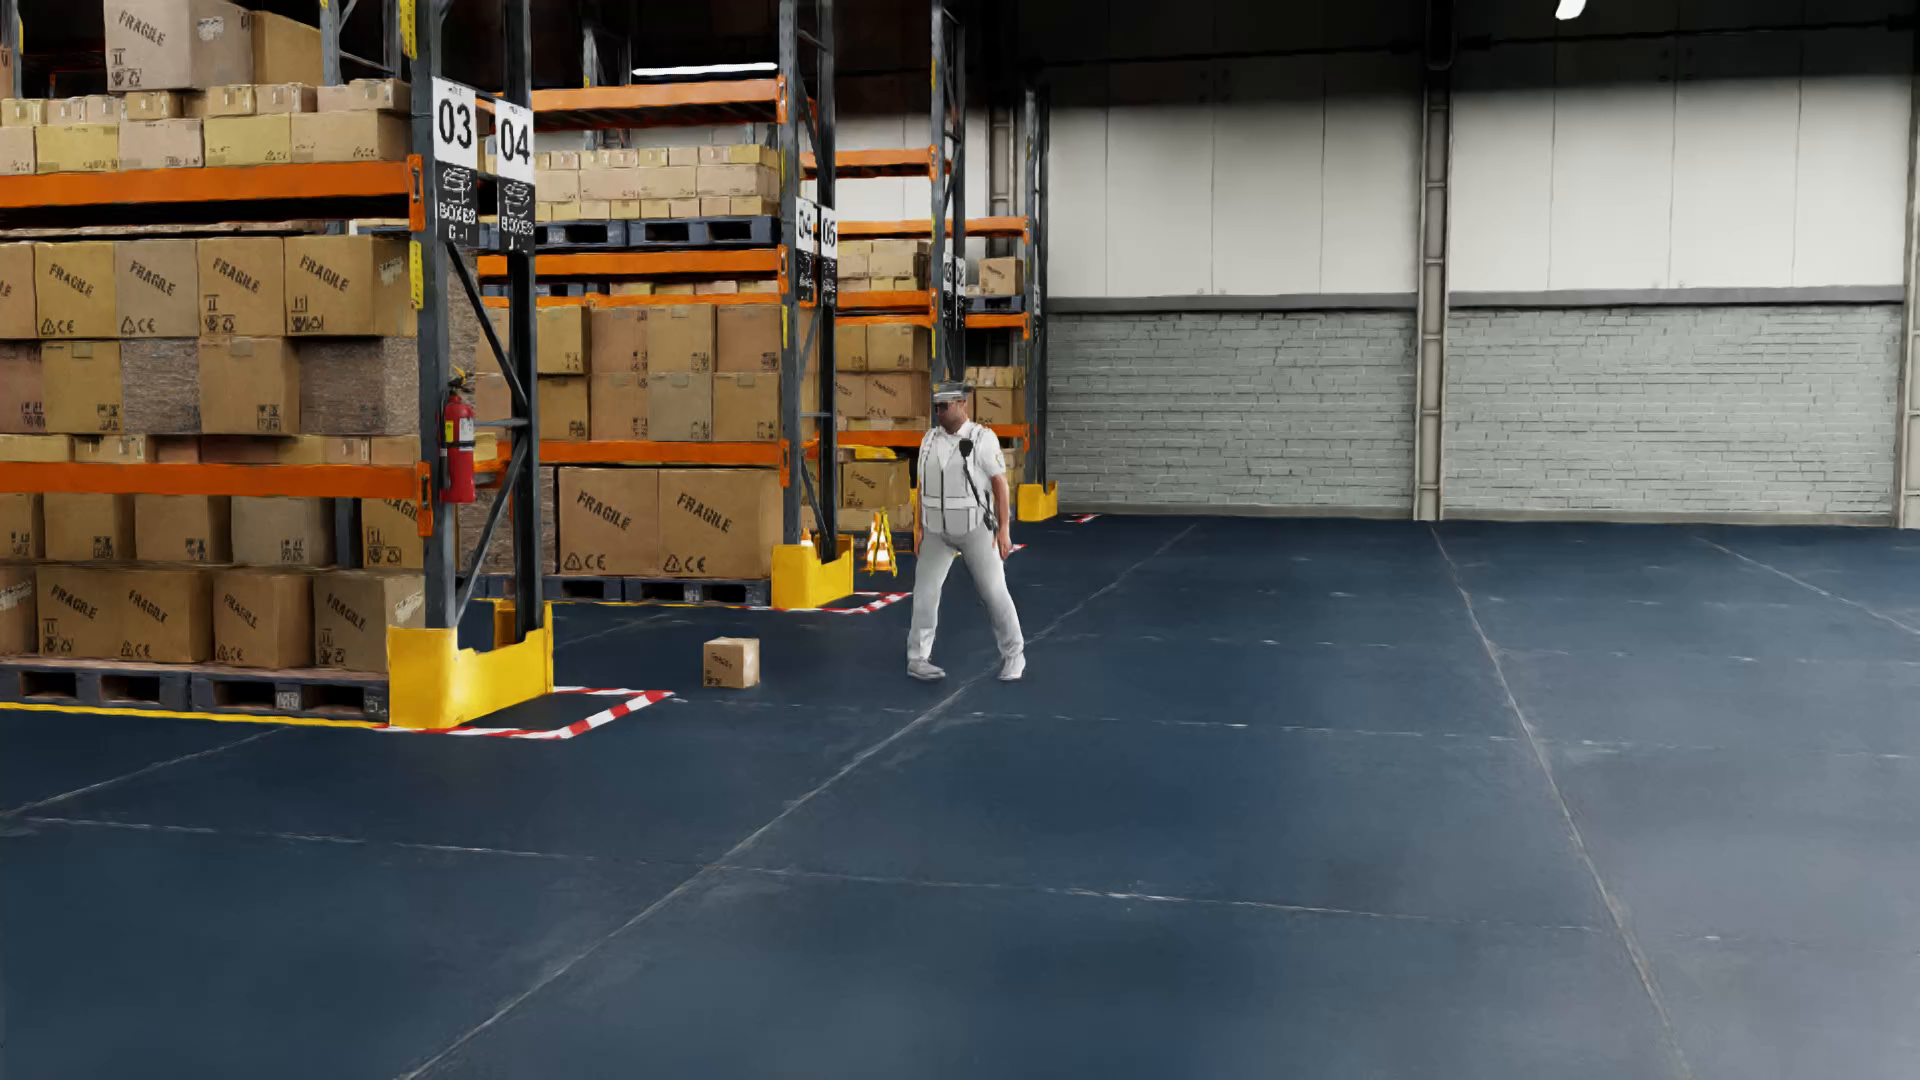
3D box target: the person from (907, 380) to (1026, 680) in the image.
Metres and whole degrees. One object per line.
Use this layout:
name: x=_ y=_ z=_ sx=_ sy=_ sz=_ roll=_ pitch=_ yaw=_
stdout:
person: x=0.028 y=-0.052 z=9.719 sx=0.634 sy=1.755 sz=0.604 roll=2 pitch=5 yaw=22
